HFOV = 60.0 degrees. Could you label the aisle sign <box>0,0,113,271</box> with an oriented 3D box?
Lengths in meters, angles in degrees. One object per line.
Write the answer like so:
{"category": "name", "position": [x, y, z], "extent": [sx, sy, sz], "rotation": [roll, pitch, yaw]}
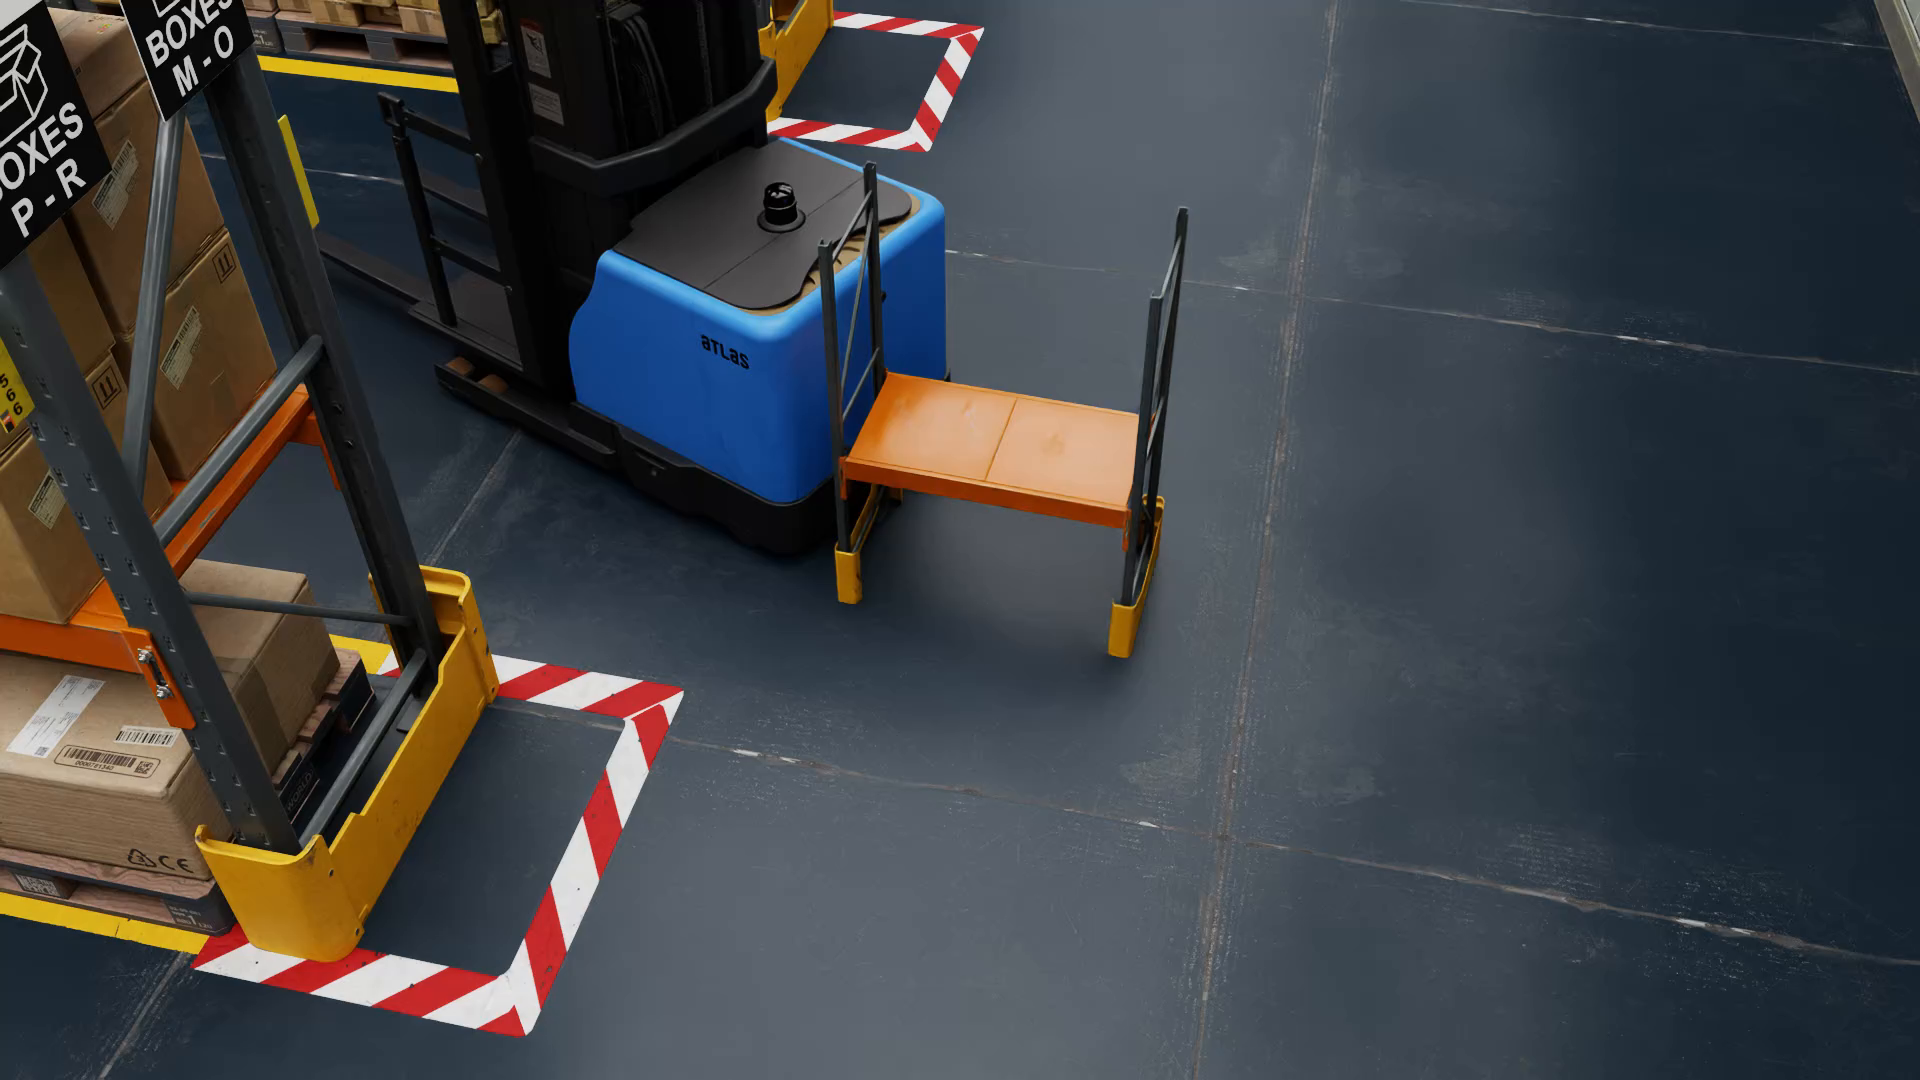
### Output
{"category": "aisle sign", "position": [-1.887, -0.956, 3.206], "extent": [0.004, 0.787, 0.394], "rotation": [9, 45, 9]}

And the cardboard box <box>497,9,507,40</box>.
{"category": "cardboard box", "position": [-2.223, -2.765, 8.713], "extent": [0.250, 0.149, 0.380], "rotation": [9, 45, 9]}

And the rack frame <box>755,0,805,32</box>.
{"category": "rack frame", "position": [-0.908, -3.605, 7.833], "extent": [0.127, 3.000, 1.000], "rotation": [9, 45, 9]}

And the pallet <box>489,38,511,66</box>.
{"category": "pallet", "position": [-1.767, -2.759, 8.964], "extent": [1.213, 0.211, 1.003], "rotation": [9, 45, 9]}

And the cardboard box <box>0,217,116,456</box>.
{"category": "cardboard box", "position": [-2.412, -0.548, 3.863], "extent": [0.500, 0.500, 0.500], "rotation": [10, 45, 10]}

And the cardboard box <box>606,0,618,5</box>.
{"category": "cardboard box", "position": [-1.728, -2.799, 8.534], "extent": [0.250, 0.149, 0.380], "rotation": [8, 44, 8]}

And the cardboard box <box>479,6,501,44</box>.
{"category": "cardboard box", "position": [-2.485, -2.761, 8.709], "extent": [0.250, 0.149, 0.380], "rotation": [7, 44, 7]}

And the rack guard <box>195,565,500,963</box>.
{"category": "rack guard", "position": [-1.867, 0.664, 5.199], "extent": [0.348, 0.500, 1.175], "rotation": [9, 45, 9]}

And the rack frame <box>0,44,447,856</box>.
{"category": "rack frame", "position": [-1.890, -0.240, 4.336], "extent": [0.127, 3.000, 1.000], "rotation": [9, 45, 9]}

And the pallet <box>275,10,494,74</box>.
{"category": "pallet", "position": [-2.954, -2.945, 9.158], "extent": [1.213, 0.211, 1.003], "rotation": [9, 45, 9]}

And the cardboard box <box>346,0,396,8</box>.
{"category": "cardboard box", "position": [-3.022, -2.945, 8.685], "extent": [0.250, 0.149, 0.380], "rotation": [9, 45, 9]}

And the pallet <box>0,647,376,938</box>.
{"category": "pallet", "position": [-2.687, 0.697, 5.374], "extent": [1.213, 0.211, 1.003], "rotation": [9, 45, 9]}

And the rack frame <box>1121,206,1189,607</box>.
{"category": "rack frame", "position": [0.632, -0.326, 5.508], "extent": [0.032, 1.500, 0.500], "rotation": [11, 45, 11]}

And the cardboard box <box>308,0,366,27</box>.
{"category": "cardboard box", "position": [-3.251, -2.893, 8.846], "extent": [0.250, 0.149, 0.380], "rotation": [8, 44, 8]}

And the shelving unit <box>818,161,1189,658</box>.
{"category": "shelving unit", "position": [0.150, -0.417, 5.602], "extent": [1.083, 1.500, 0.587], "rotation": [11, 45, 11]}

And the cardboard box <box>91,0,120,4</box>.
{"category": "cardboard box", "position": [-4.526, -3.063, 9.022], "extent": [0.250, 0.149, 0.380], "rotation": [7, 44, 7]}

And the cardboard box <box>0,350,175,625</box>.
{"category": "cardboard box", "position": [-2.419, -0.170, 4.191], "extent": [0.500, 0.500, 0.500], "rotation": [9, 45, 9]}

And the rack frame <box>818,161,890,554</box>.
{"category": "rack frame", "position": [-0.349, -0.511, 5.699], "extent": [0.032, 1.500, 0.500], "rotation": [11, 45, 11]}

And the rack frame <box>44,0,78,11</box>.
{"category": "rack frame", "position": [-4.811, -4.211, 8.462], "extent": [0.127, 3.000, 1.000], "rotation": [9, 45, 9]}

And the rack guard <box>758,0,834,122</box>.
{"category": "rack guard", "position": [-0.982, -2.716, 8.711], "extent": [0.348, 0.500, 1.175], "rotation": [9, 45, 9]}

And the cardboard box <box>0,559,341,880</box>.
{"category": "cardboard box", "position": [-2.556, 0.500, 5.113], "extent": [0.875, 0.438, 0.875], "rotation": [7, 44, 8]}

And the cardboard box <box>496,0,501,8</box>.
{"category": "cardboard box", "position": [-2.232, -2.911, 8.650], "extent": [0.250, 0.149, 0.380], "rotation": [8, 45, 9]}

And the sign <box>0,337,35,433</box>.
{"category": "sign", "position": [-2.022, -0.377, 3.473], "extent": [0.005, 0.325, 0.100], "rotation": [9, 45, 9]}

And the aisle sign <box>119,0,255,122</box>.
{"category": "aisle sign", "position": [-1.756, -1.362, 3.627], "extent": [0.004, 0.787, 0.394], "rotation": [9, 45, 9]}

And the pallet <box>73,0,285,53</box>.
{"category": "pallet", "position": [-4.148, -3.128, 9.348], "extent": [1.213, 0.211, 1.003], "rotation": [9, 45, 9]}

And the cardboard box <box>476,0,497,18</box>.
{"category": "cardboard box", "position": [-2.501, -2.870, 8.608], "extent": [0.250, 0.149, 0.380], "rotation": [9, 45, 10]}

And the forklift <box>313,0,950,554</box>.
{"category": "forklift", "position": [-1.531, -1.833, 6.041], "extent": [3.031, 2.935, 1.130], "rotation": [27, 50, 25]}

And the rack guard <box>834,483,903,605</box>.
{"category": "rack guard", "position": [-0.331, -0.057, 6.129], "extent": [0.087, 0.250, 0.587], "rotation": [11, 45, 11]}

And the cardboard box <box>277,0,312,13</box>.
{"category": "cardboard box", "position": [-3.484, -2.998, 8.955], "extent": [0.250, 0.149, 0.380], "rotation": [7, 44, 7]}

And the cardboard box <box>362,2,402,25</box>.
{"category": "cardboard box", "position": [-2.978, -2.905, 8.859], "extent": [0.250, 0.149, 0.380], "rotation": [10, 45, 10]}

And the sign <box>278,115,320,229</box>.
{"category": "sign", "position": [-1.763, -0.955, 4.398], "extent": [0.005, 0.325, 0.100], "rotation": [9, 45, 9]}

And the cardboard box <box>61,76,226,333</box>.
{"category": "cardboard box", "position": [-2.296, -0.902, 4.231], "extent": [0.500, 0.500, 0.500], "rotation": [8, 44, 8]}

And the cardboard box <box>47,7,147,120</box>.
{"category": "cardboard box", "position": [-2.176, -1.111, 3.980], "extent": [0.250, 0.149, 0.380], "rotation": [10, 45, 10]}

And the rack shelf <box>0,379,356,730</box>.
{"category": "rack shelf", "position": [-3.842, -0.284, 4.900], "extent": [4.000, 0.370, 1.077], "rotation": [9, 45, 9]}

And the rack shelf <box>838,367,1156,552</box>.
{"category": "rack shelf", "position": [0.141, -0.289, 5.728], "extent": [1.000, 0.185, 0.538], "rotation": [11, 45, 11]}

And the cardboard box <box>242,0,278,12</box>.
{"category": "cardboard box", "position": [-3.754, -3.015, 8.972], "extent": [0.250, 0.149, 0.380], "rotation": [8, 44, 8]}

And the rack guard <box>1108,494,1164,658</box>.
{"category": "rack guard", "position": [0.630, 0.124, 5.941], "extent": [0.087, 0.250, 0.587], "rotation": [11, 45, 11]}

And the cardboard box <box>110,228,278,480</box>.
{"category": "cardboard box", "position": [-2.296, -0.543, 4.579], "extent": [0.500, 0.500, 0.500], "rotation": [9, 45, 9]}

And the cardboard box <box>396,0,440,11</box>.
{"category": "cardboard box", "position": [-2.747, -2.922, 8.661], "extent": [0.250, 0.149, 0.380], "rotation": [11, 45, 11]}

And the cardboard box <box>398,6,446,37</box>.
{"category": "cardboard box", "position": [-2.748, -2.816, 8.766], "extent": [0.250, 0.149, 0.380], "rotation": [10, 45, 10]}
